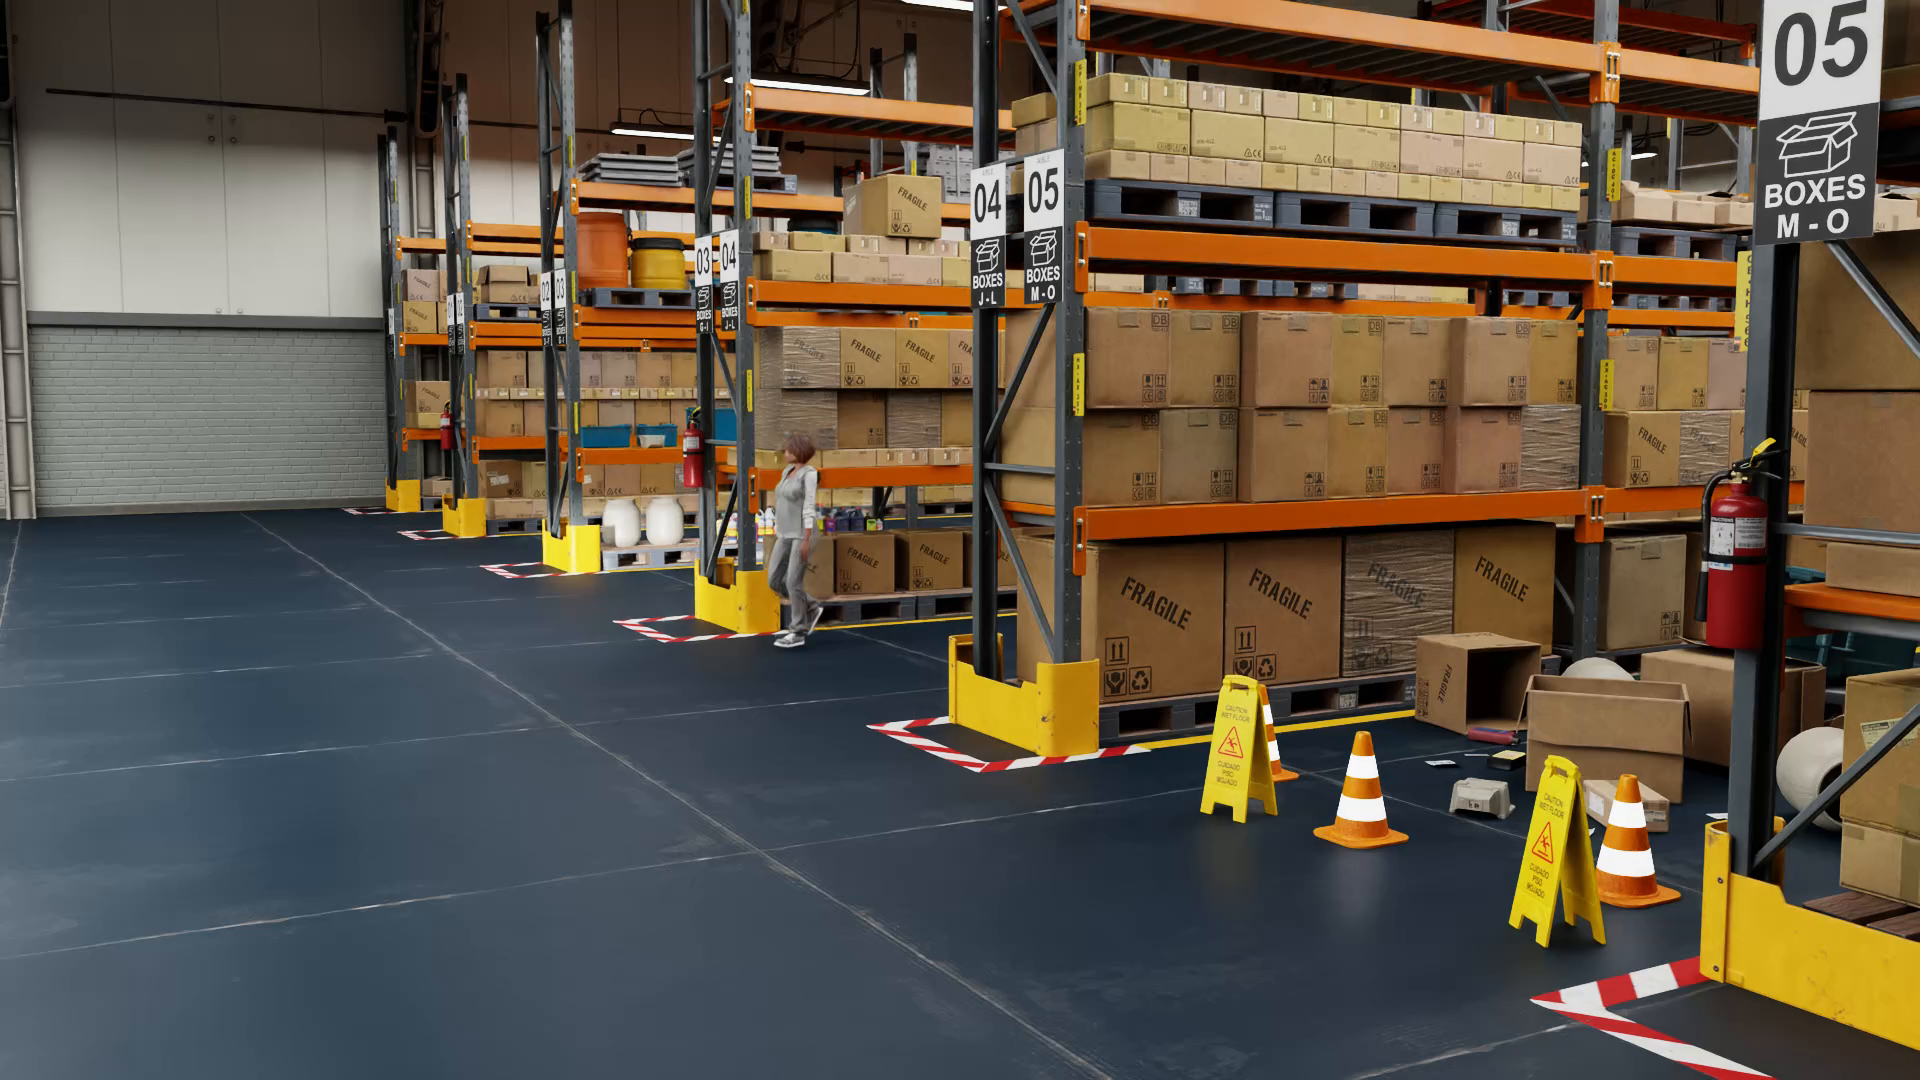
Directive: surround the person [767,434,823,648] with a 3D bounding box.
[{"bbox_3d":[-1.203,0.011,12.458,0.503,1.557,0.423,-4,7,-39],"label":"person"}]
